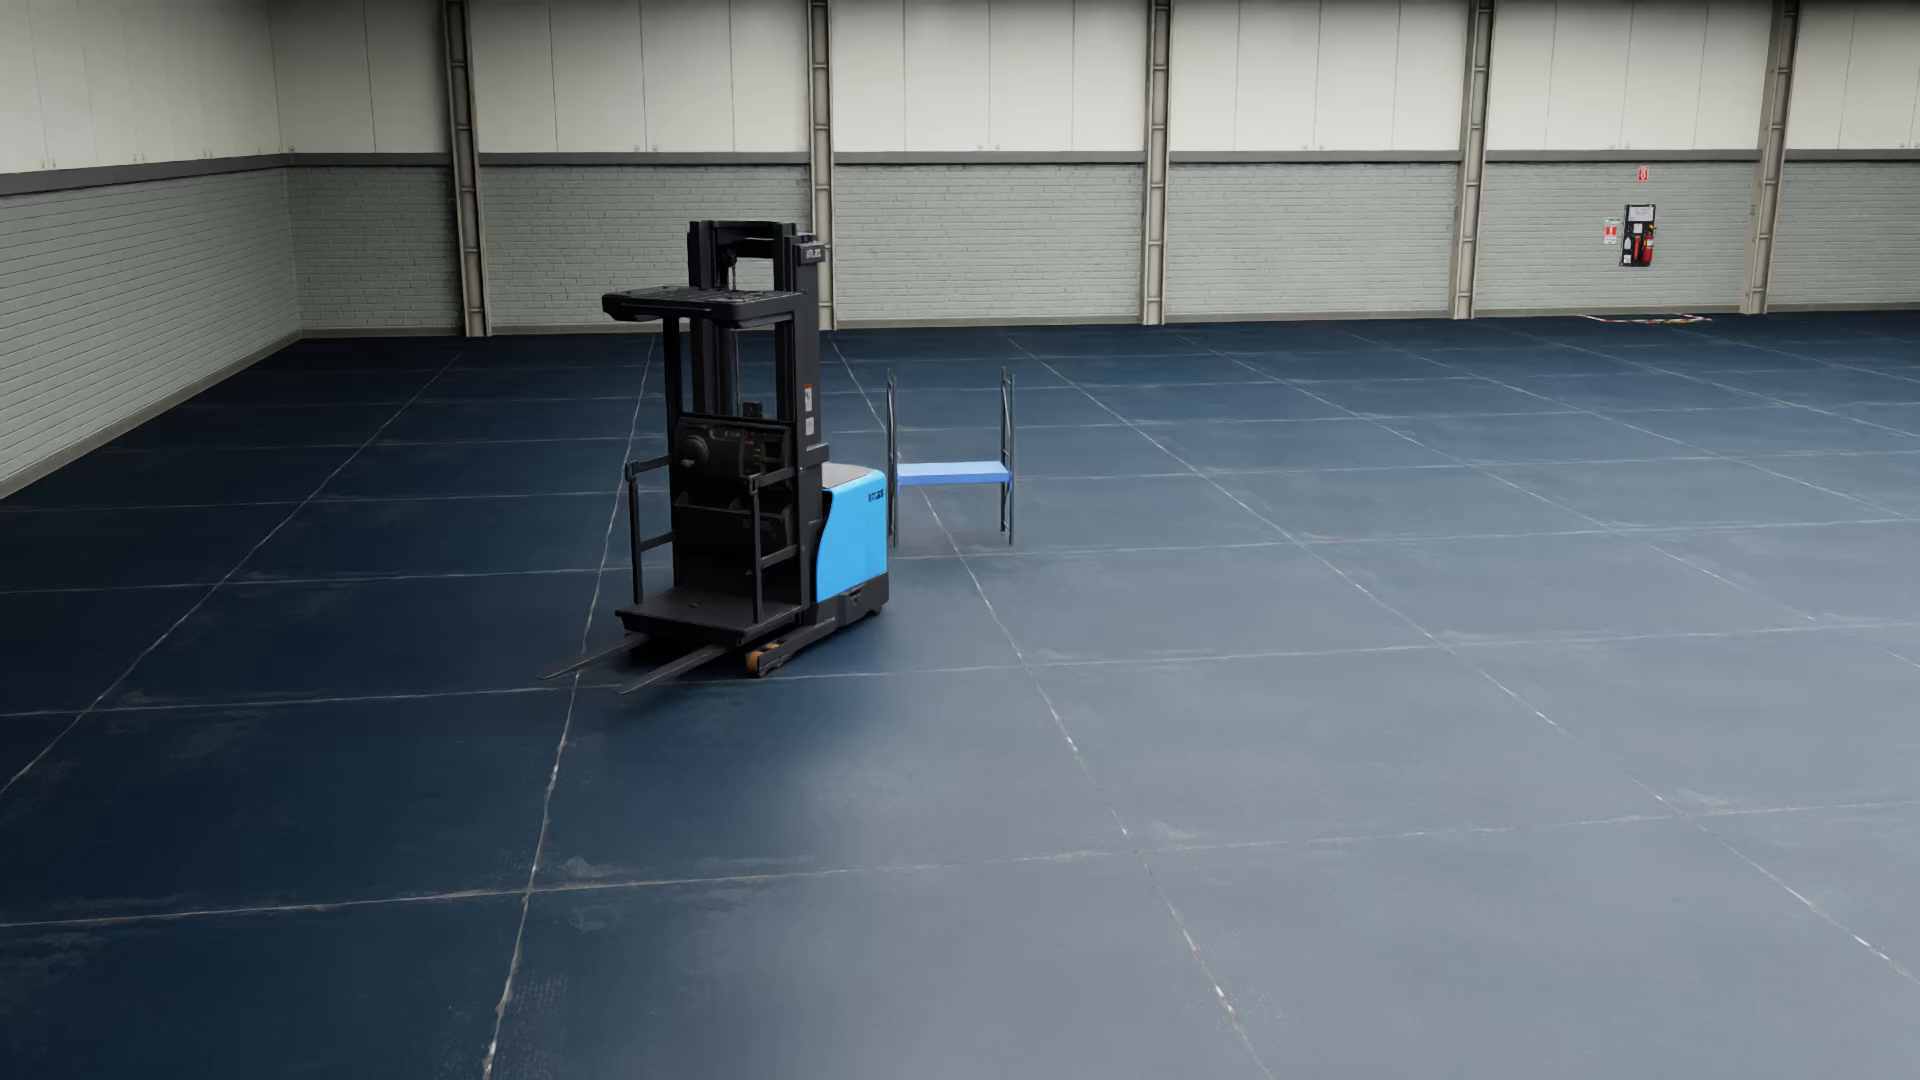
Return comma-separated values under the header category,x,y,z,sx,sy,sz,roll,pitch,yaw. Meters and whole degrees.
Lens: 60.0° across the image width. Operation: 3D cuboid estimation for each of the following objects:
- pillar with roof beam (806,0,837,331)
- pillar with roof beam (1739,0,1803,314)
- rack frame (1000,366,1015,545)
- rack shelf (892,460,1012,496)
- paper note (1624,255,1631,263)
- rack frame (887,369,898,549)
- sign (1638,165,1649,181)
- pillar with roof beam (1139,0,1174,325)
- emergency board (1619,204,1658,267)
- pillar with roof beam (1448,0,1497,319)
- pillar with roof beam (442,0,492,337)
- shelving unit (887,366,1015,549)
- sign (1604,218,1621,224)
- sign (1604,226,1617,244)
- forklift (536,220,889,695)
category,x,y,z,sx,sy,sz,roll,pitch,yaw
pillar with roof beam,-1.768,-7.086,24.478,0.400,9.000,9.100,-2,14,-8
pillar with roof beam,16.031,-7.738,27.079,0.400,9.000,9.100,-2,14,-8
rack frame,0.418,-0.743,14.601,0.032,1.500,0.500,-2,14,-8
rack shelf,-0.084,-0.550,14.571,1.000,0.185,0.538,-2,14,-8
paper note,12.755,-5.367,31.765,0.142,0.148,0.016,-2,14,-8
rack frame,-0.587,-0.706,14.454,0.032,1.500,0.500,-2,14,-8
sign,12.918,-6.932,31.430,0.199,0.298,0.001,-2,14,-8
pillar with roof beam,4.165,-7.303,25.345,0.400,9.000,9.100,-2,14,-8
emergency board,12.941,-5.784,31.617,0.643,1.169,0.194,-2,14,-8
pillar with roof beam,10.098,-7.521,26.212,0.400,9.000,9.100,-2,14,-8
pillar with roof beam,-7.701,-6.869,23.611,0.400,9.000,9.100,-2,14,-8
shelving unit,-0.084,-0.724,14.527,1.048,1.500,0.538,-2,14,-8
sign,12.384,-6.061,31.560,0.331,0.109,0.001,-2,14,-8
sign,12.378,-5.806,31.632,0.234,0.329,0.001,-2,14,-8
forklift,-1.661,-0.636,11.234,1.130,2.935,3.031,7,16,26
